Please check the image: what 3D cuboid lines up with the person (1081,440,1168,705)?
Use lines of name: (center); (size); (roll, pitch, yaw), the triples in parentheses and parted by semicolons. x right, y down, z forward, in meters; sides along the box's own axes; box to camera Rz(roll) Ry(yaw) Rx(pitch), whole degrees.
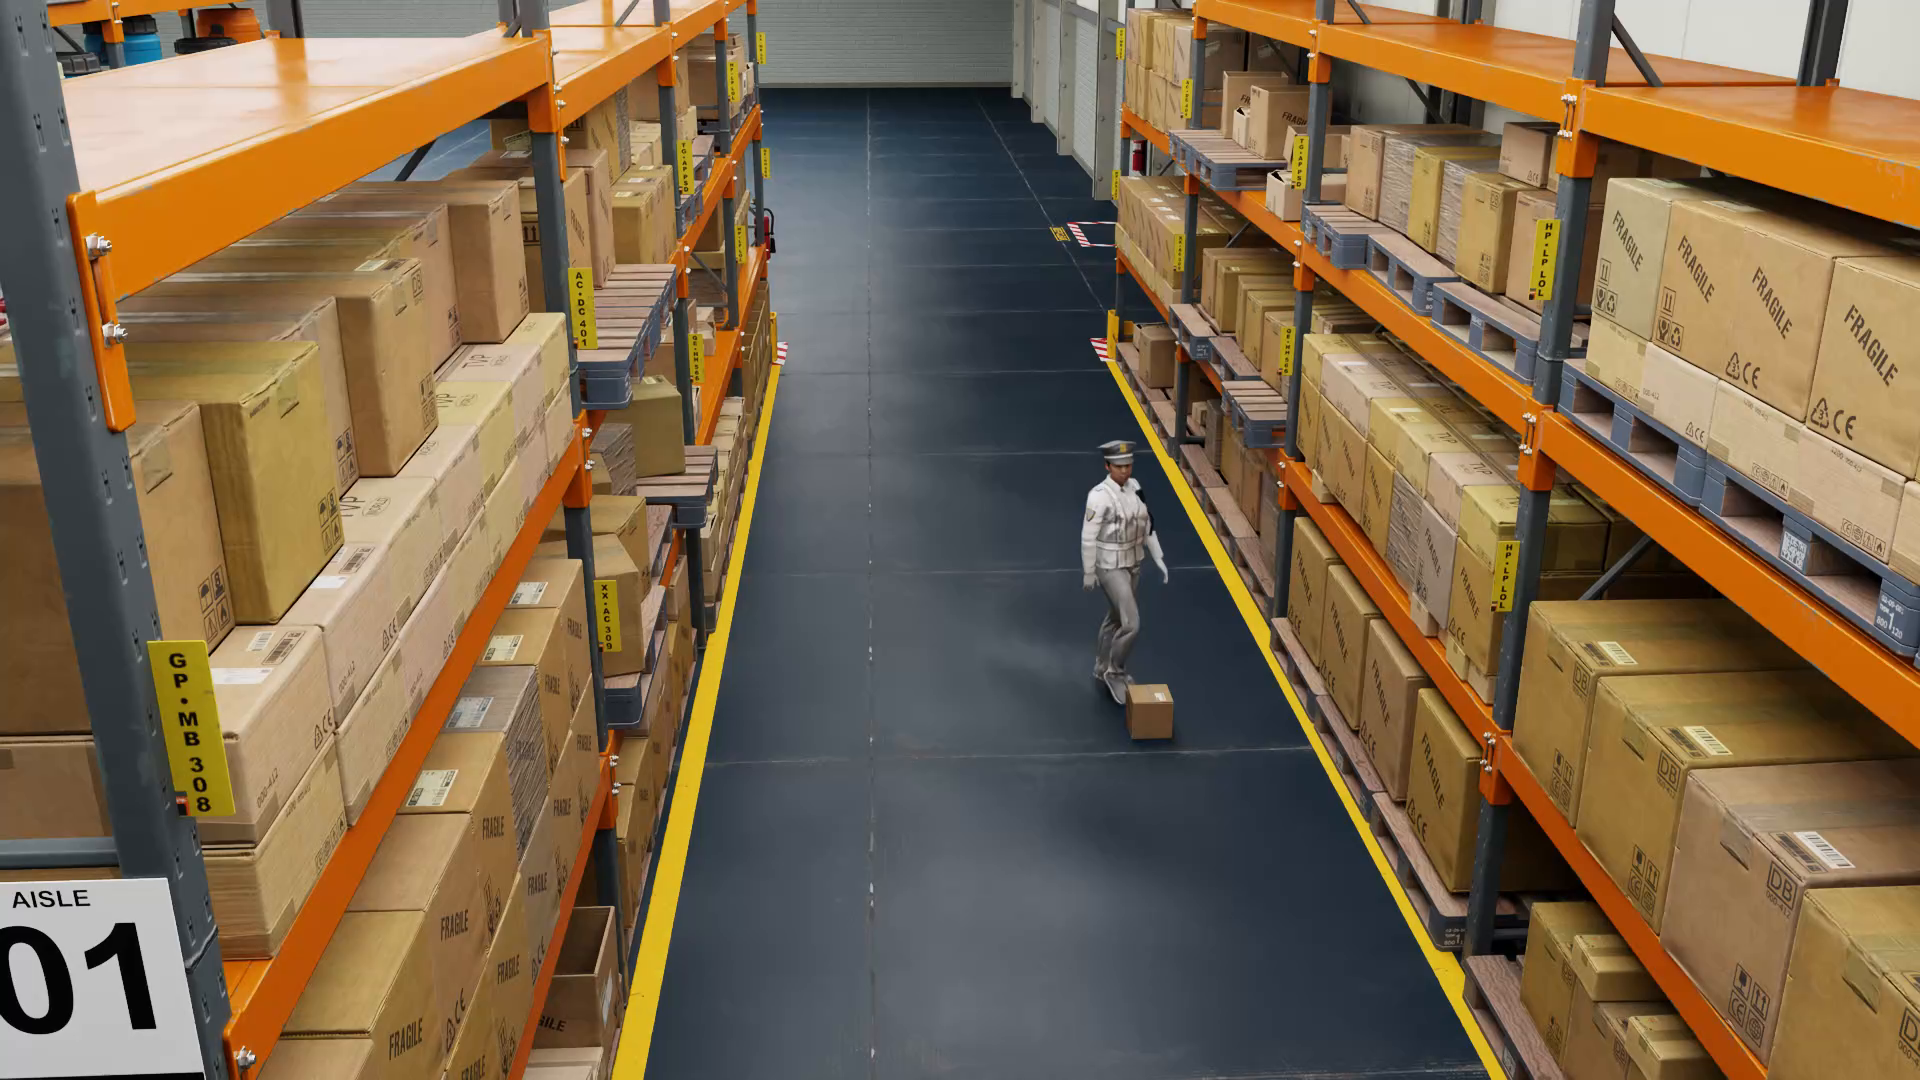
person: (1.042, 0.199, 10.537); (0.449, 1.733, 0.501); (15, 25, 35)
